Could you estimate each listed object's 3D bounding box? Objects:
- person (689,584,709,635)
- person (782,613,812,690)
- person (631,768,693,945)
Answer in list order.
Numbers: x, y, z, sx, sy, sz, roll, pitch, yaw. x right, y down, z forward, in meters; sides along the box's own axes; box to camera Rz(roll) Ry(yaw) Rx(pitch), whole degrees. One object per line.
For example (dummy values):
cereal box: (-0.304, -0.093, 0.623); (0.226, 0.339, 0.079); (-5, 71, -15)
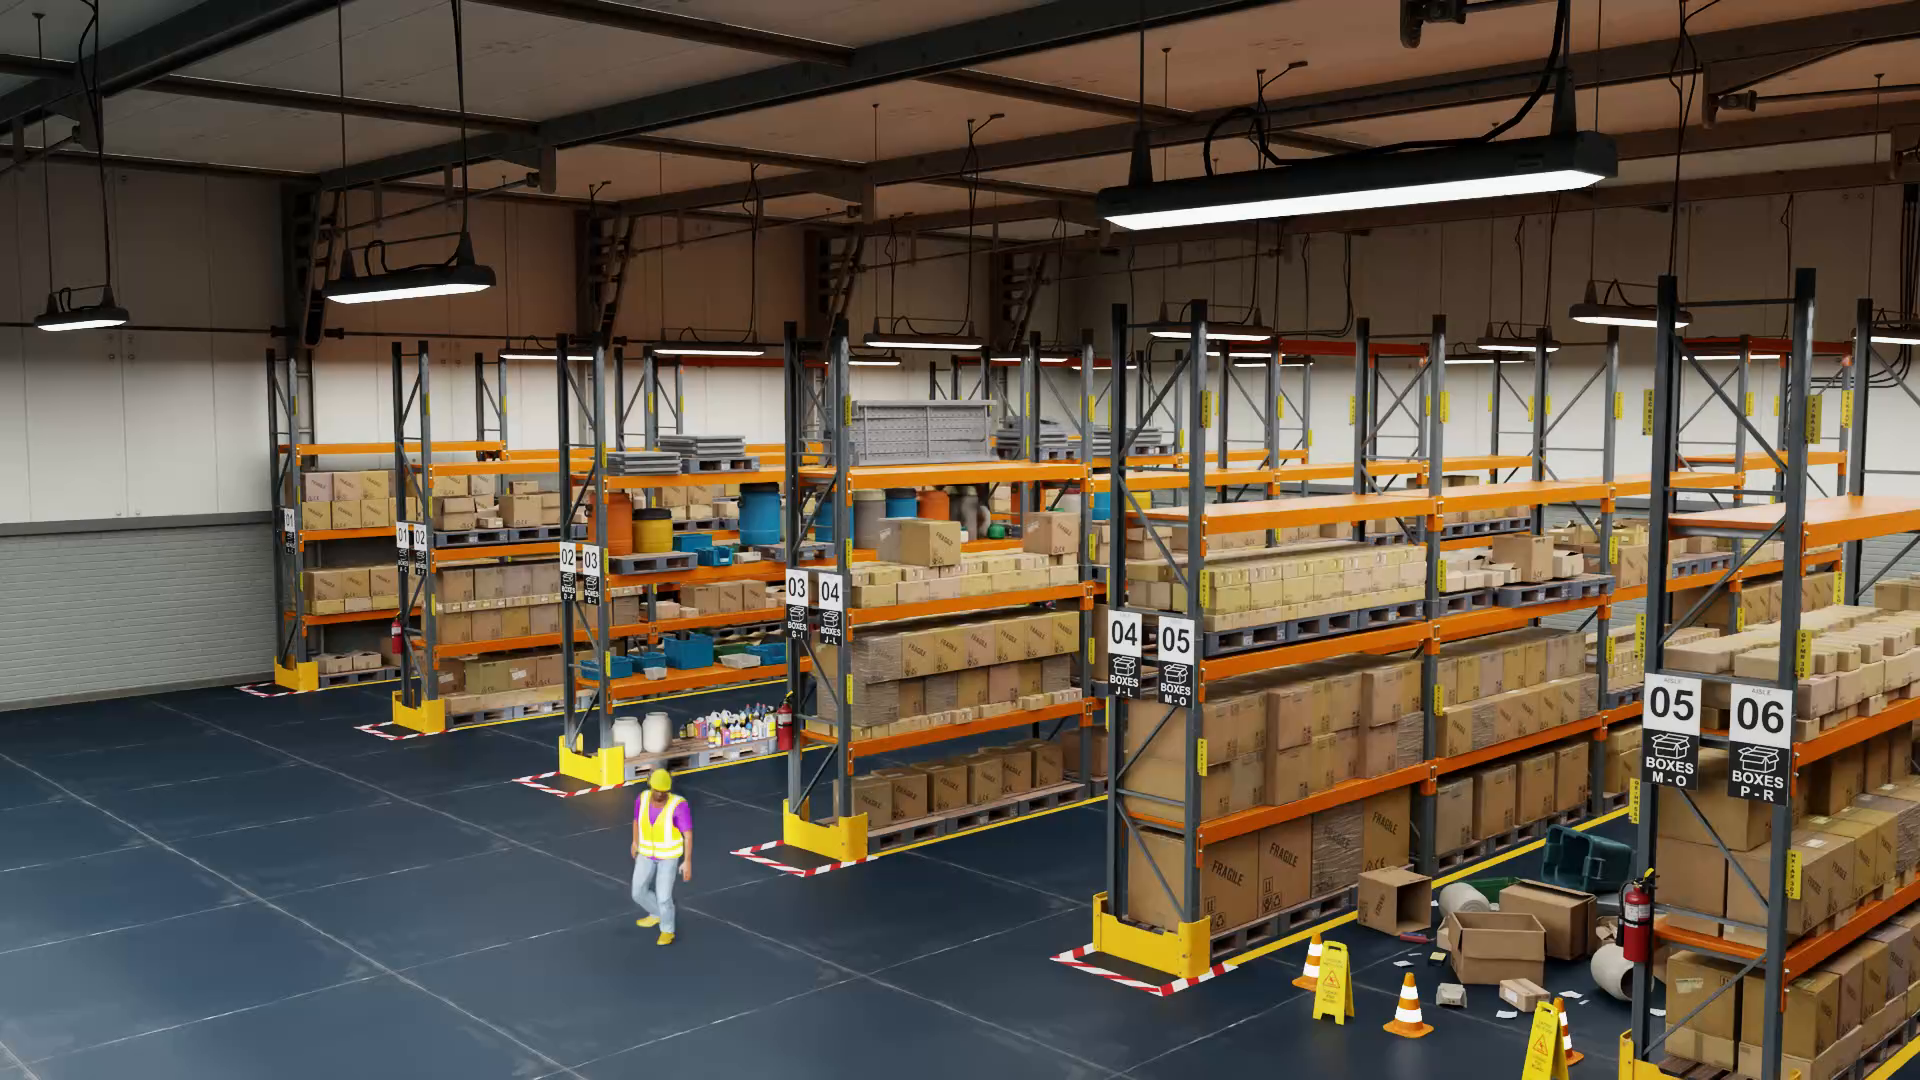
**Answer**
person: (-5.041, 1.608, 32.089); (0.674, 1.582, 0.994); (2, 5, 23)
person: (-2.760, 1.868, 28.295); (0.691, 1.709, 0.747); (3, 6, 30)
person: (-2.820, 2.955, 15.637); (0.747, 1.717, 0.637); (1, 5, 16)
